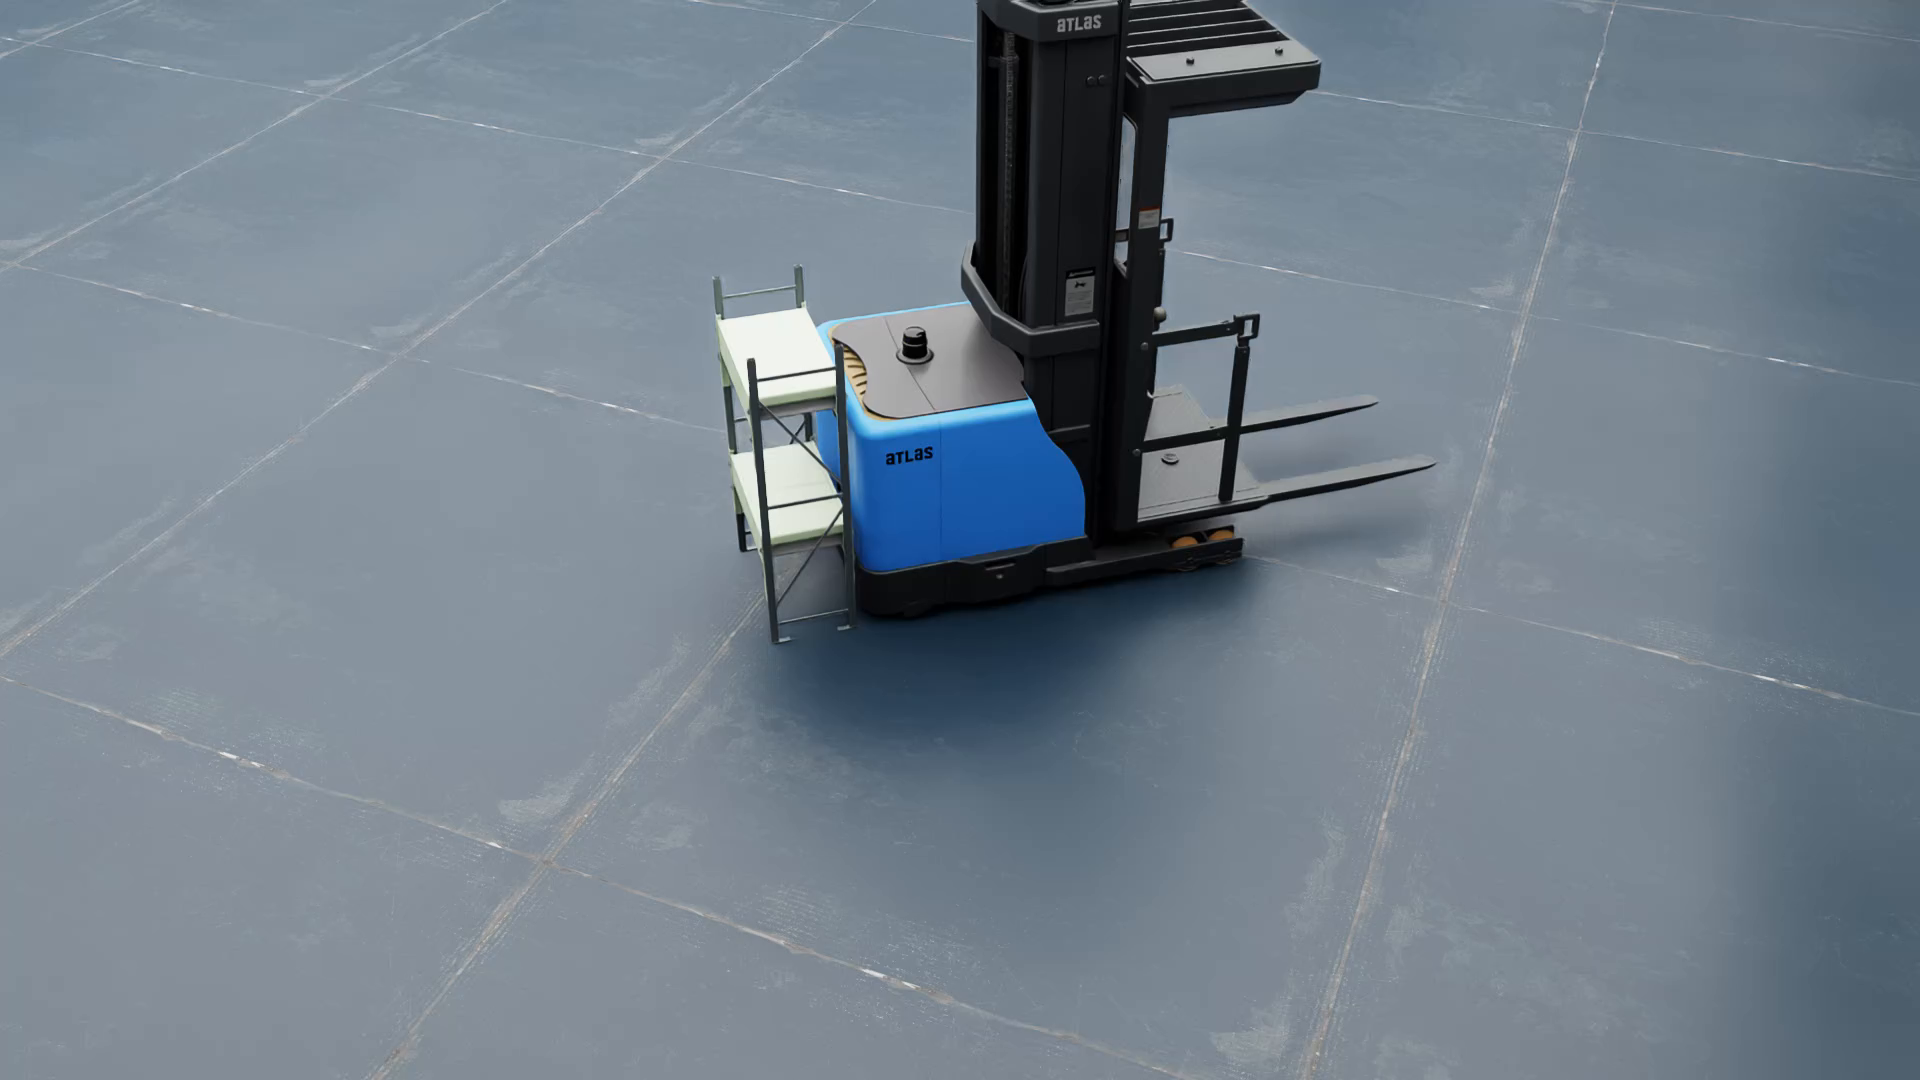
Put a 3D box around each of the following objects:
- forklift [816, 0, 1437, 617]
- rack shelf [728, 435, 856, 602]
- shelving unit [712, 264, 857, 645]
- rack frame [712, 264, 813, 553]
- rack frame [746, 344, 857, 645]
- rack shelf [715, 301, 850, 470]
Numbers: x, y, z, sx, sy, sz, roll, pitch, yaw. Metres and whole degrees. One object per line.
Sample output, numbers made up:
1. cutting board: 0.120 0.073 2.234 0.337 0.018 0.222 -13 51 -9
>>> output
1. forklift: 0.866 -1.316 7.562 3.031 2.935 1.130 -10 38 -13
2. rack shelf: -0.782 -0.111 7.690 0.431 0.370 0.720 -11 38 -14
3. shelving unit: -0.782 -0.372 7.495 0.431 1.500 0.755 -11 38 -14
4. rack frame: -0.892 -0.581 7.774 0.400 1.500 0.023 -11 38 -14
5. rack frame: -0.671 -0.163 7.215 0.400 1.500 0.023 -11 38 -14
6. rack shelf: -0.782 -0.685 7.261 0.431 0.370 0.720 -11 38 -14
